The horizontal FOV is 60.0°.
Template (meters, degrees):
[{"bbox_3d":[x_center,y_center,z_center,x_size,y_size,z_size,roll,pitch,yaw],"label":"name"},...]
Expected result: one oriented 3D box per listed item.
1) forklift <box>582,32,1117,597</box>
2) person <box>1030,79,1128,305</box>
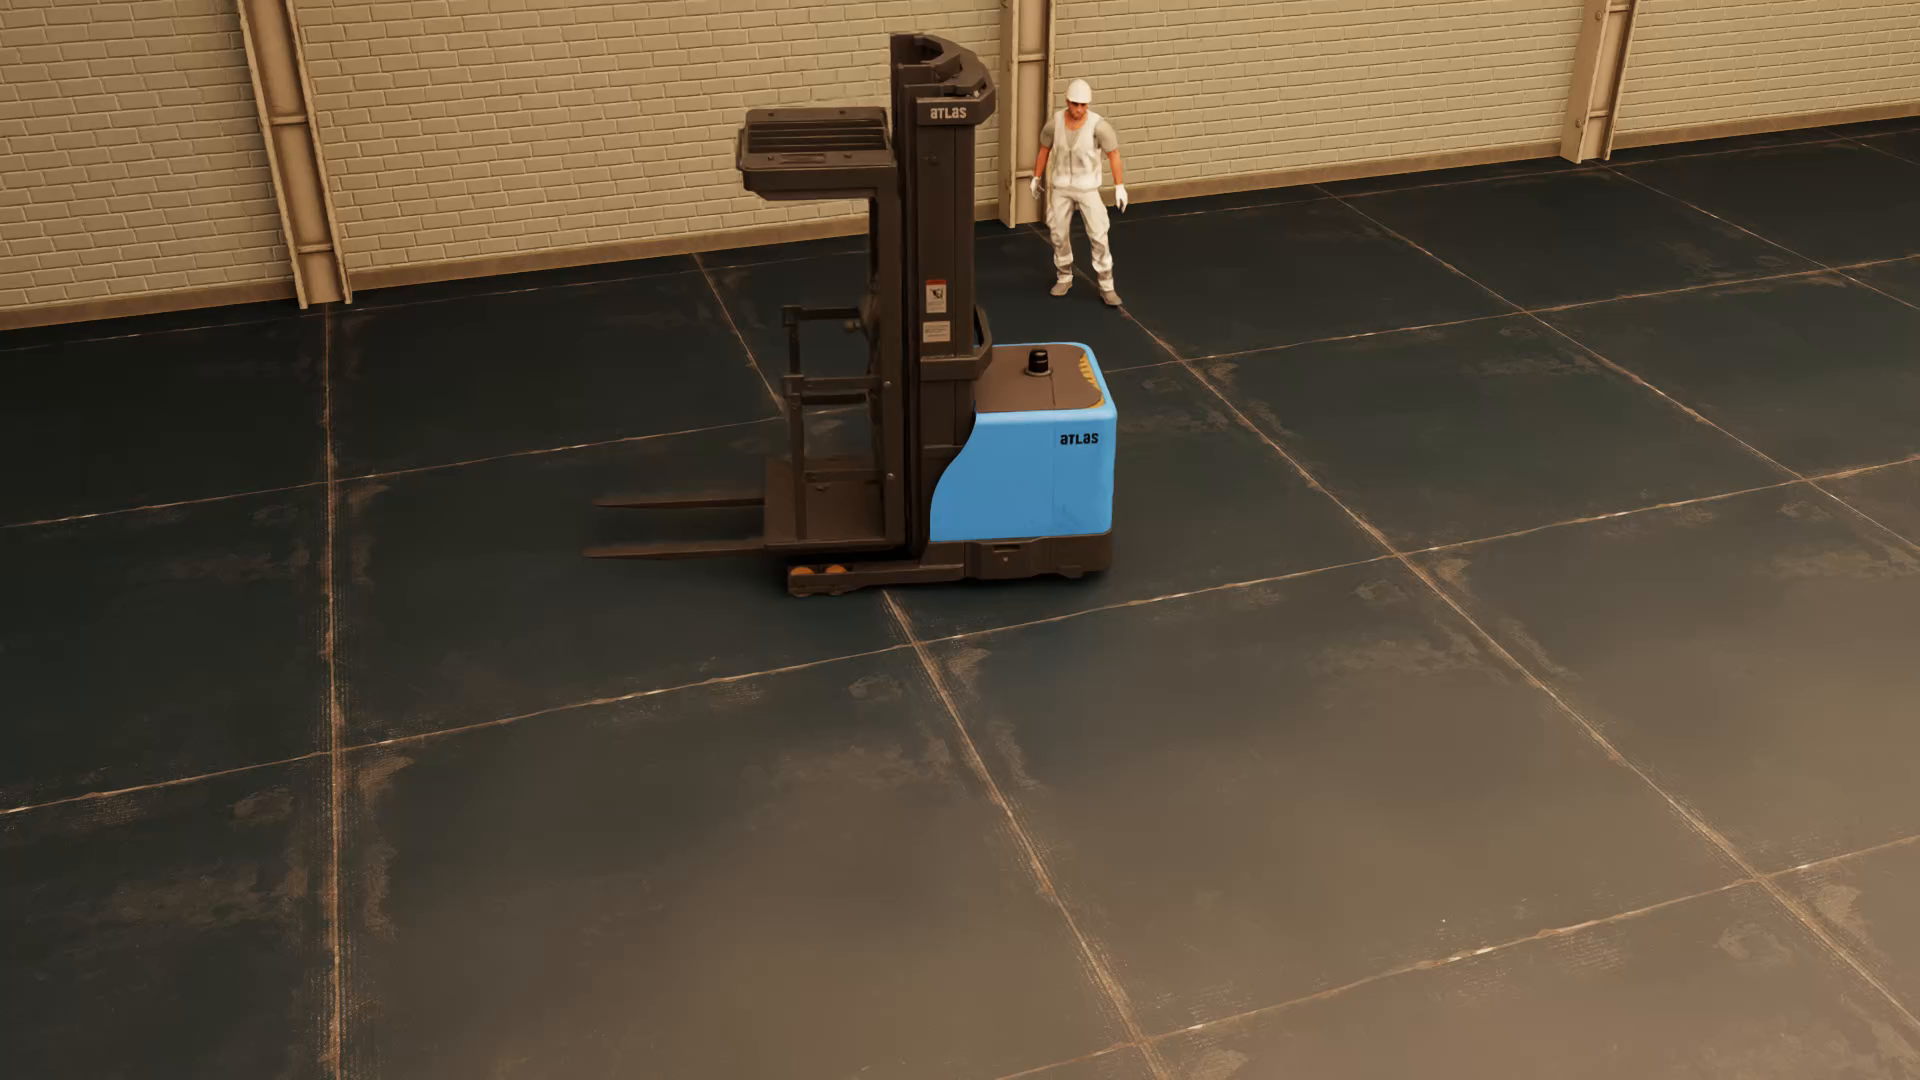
[{"bbox_3d":[-0.668,-1.224,9.214,3.031,2.935,1.130,-3,30,-5],"label":"forklift"},{"bbox_3d":[0.922,-2.740,13.034,0.848,1.750,0.431,10,31,16],"label":"person"}]
